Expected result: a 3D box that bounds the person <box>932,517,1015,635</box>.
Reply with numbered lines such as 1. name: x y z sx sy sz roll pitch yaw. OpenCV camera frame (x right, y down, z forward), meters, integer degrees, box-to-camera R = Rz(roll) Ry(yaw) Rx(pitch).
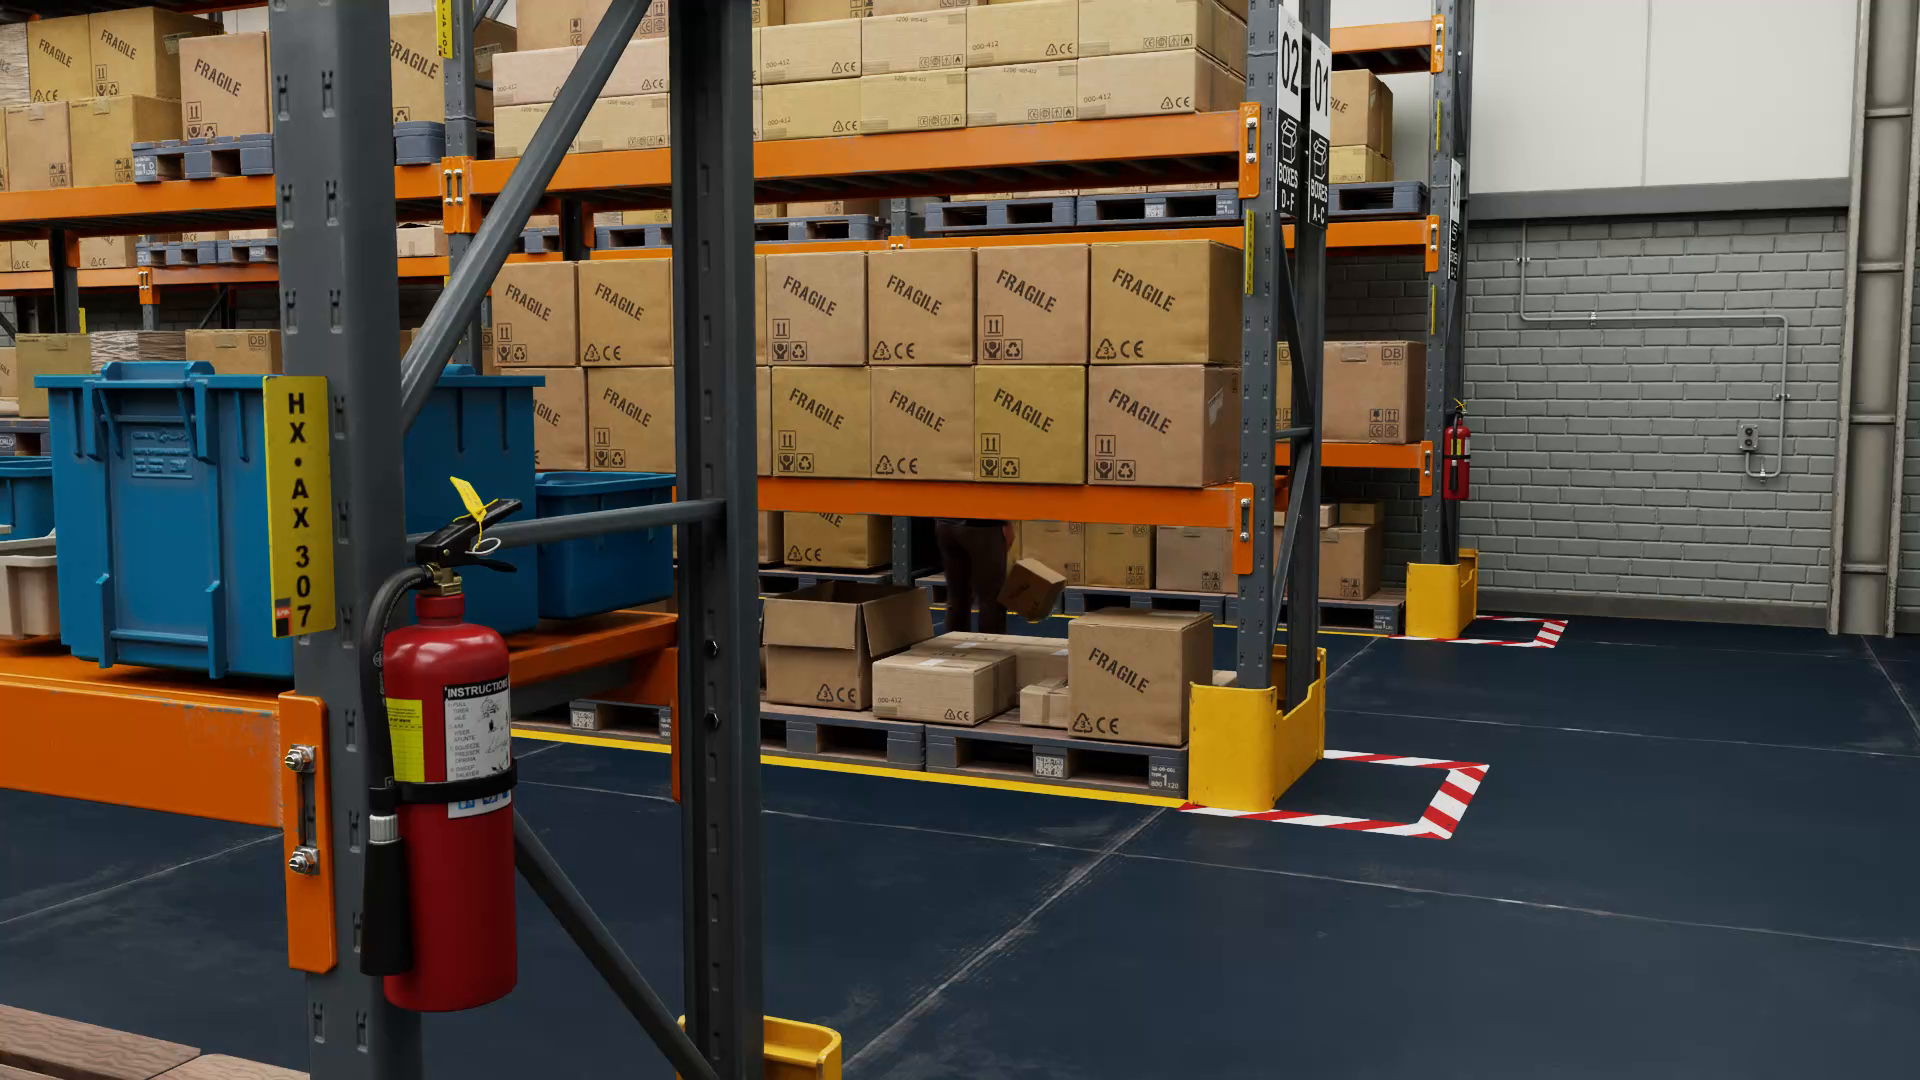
1. person: 0.122 -0.047 9.443 0.582 1.733 0.444 5 7 41
